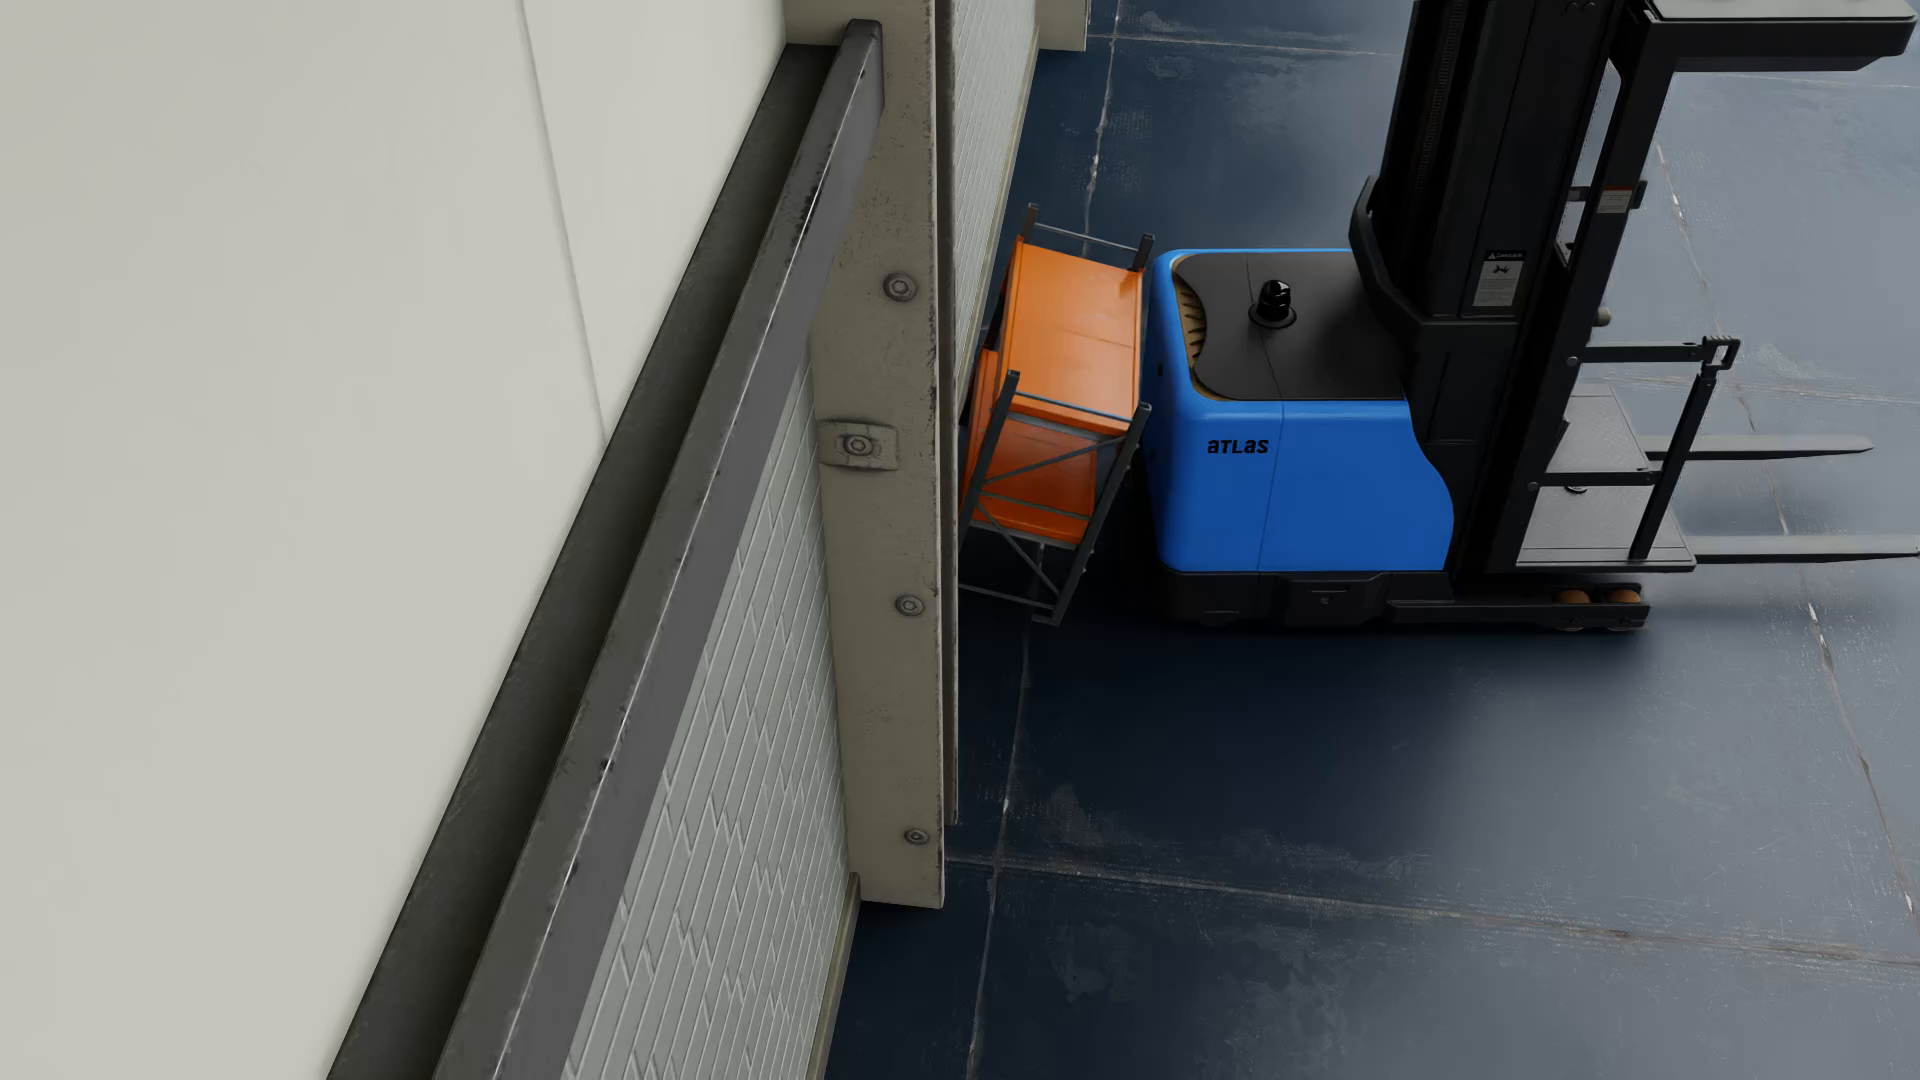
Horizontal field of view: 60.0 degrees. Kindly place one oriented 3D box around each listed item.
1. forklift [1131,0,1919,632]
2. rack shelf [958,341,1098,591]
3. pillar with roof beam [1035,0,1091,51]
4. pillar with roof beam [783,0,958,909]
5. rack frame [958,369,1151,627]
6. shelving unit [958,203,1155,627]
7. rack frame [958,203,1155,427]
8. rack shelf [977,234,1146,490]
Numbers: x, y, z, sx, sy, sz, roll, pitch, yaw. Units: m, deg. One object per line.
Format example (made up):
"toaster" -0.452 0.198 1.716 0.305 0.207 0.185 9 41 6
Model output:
"forklift" 2.242 -1.081 5.760 3.031 2.935 1.130 0 43 0
"rack shelf" 0.262 -0.306 6.501 0.538 0.278 1.000 14 44 -6
"pillar with roof beam" 4.875 -5.902 6.438 9.100 9.000 0.400 5 44 6
"pillar with roof beam" 4.082 -1.812 2.119 9.100 9.000 0.400 5 44 6
"rack frame" 0.271 -0.121 5.968 0.500 1.125 0.032 14 44 -6
"shelving unit" 0.319 -0.473 6.332 0.538 1.125 1.048 14 44 -6
"rack frame" 0.368 -0.825 6.696 0.500 1.125 0.032 14 44 -6
"rack shelf" 0.388 -0.672 6.129 0.538 0.278 1.000 14 44 -6
